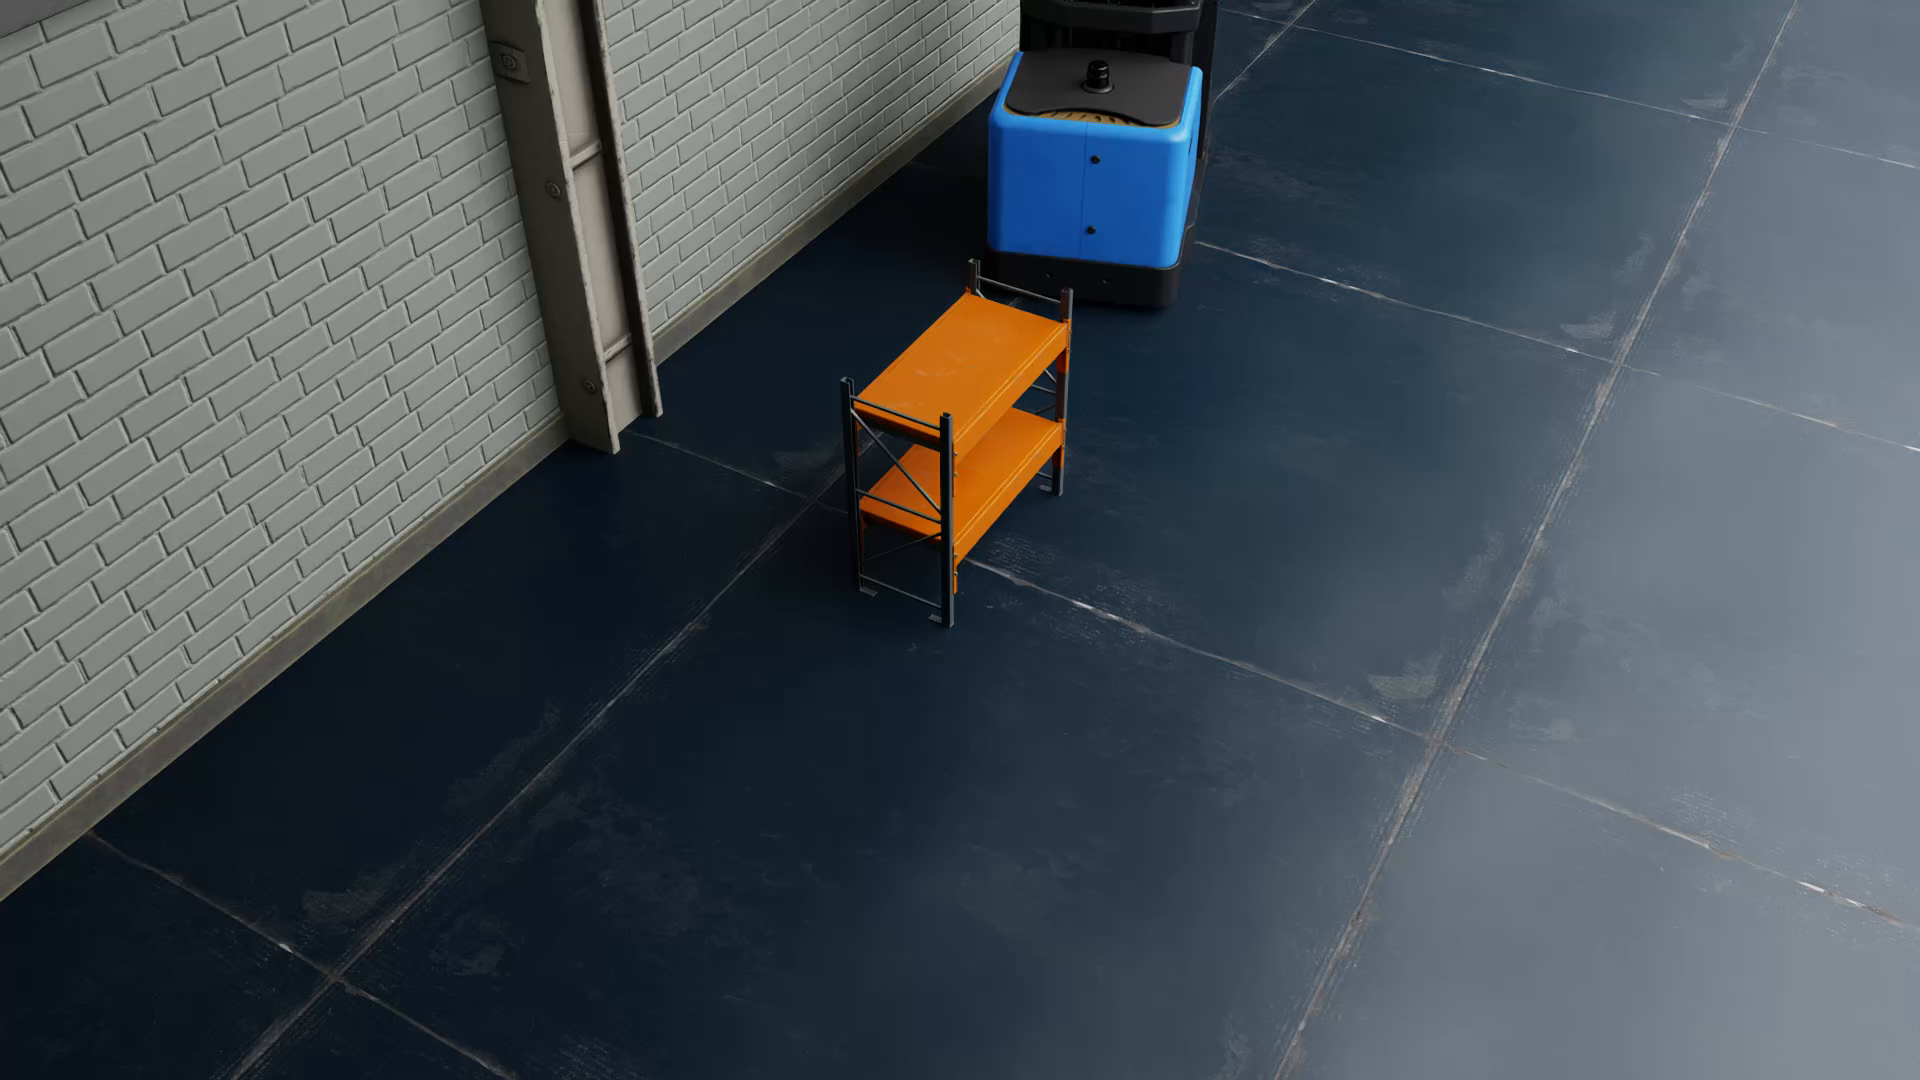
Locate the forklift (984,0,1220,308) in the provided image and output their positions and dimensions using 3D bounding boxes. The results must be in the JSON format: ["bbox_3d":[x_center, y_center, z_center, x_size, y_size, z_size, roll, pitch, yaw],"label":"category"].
[{"bbox_3d":[0.924,-3.321,9.119,1.130,2.935,3.031,8,42,8],"label":"forklift"}]

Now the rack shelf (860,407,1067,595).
[{"bbox_3d":[0.003,-0.243,7.360,0.538,0.278,1.000,21,45,22],"label":"rack shelf"}]

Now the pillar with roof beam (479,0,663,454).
[{"bbox_3d":[2.019,-2.529,3.629,9.100,9.000,0.400,21,45,22],"label":"pillar with roof beam"}]

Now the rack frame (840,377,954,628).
[{"bbox_3d":[-0.251,-0.135,6.868,0.500,1.125,0.032,21,45,22],"label":"rack frame"}]

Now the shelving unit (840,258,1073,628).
[{"bbox_3d":[0.003,-0.426,7.198,0.538,1.125,1.048,21,45,22],"label":"shelving unit"}]

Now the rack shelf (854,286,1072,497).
[{"bbox_3d":[0.003,-0.646,7.005,0.538,0.278,1.000,21,45,22],"label":"rack shelf"}]

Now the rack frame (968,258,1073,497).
[{"bbox_3d":[0.258,-0.717,7.528,0.500,1.125,0.032,21,45,22],"label":"rack frame"}]
